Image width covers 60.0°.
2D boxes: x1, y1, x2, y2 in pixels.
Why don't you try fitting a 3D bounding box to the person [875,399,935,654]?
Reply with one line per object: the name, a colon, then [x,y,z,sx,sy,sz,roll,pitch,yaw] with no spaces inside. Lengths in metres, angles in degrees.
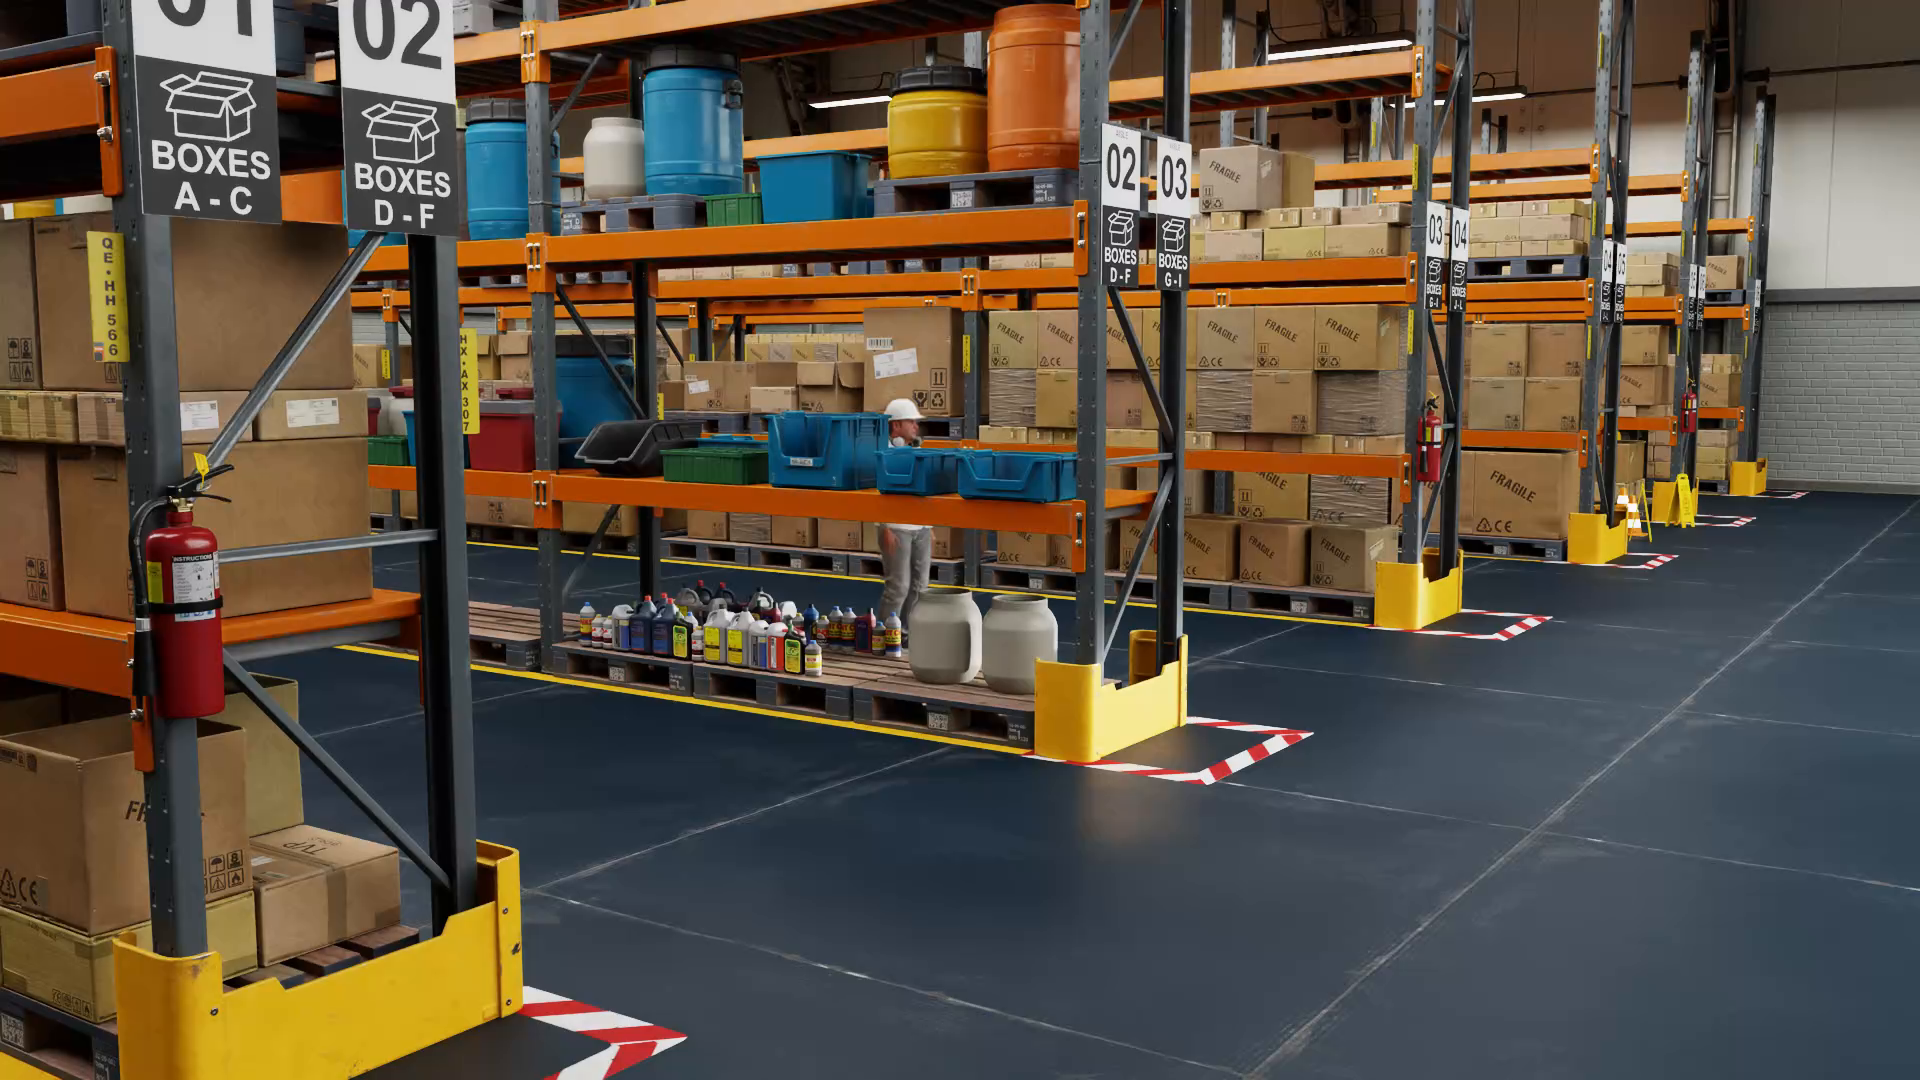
person: [-0.370,-0.081,11.408,0.359,1.768,0.531,4,8,35]
